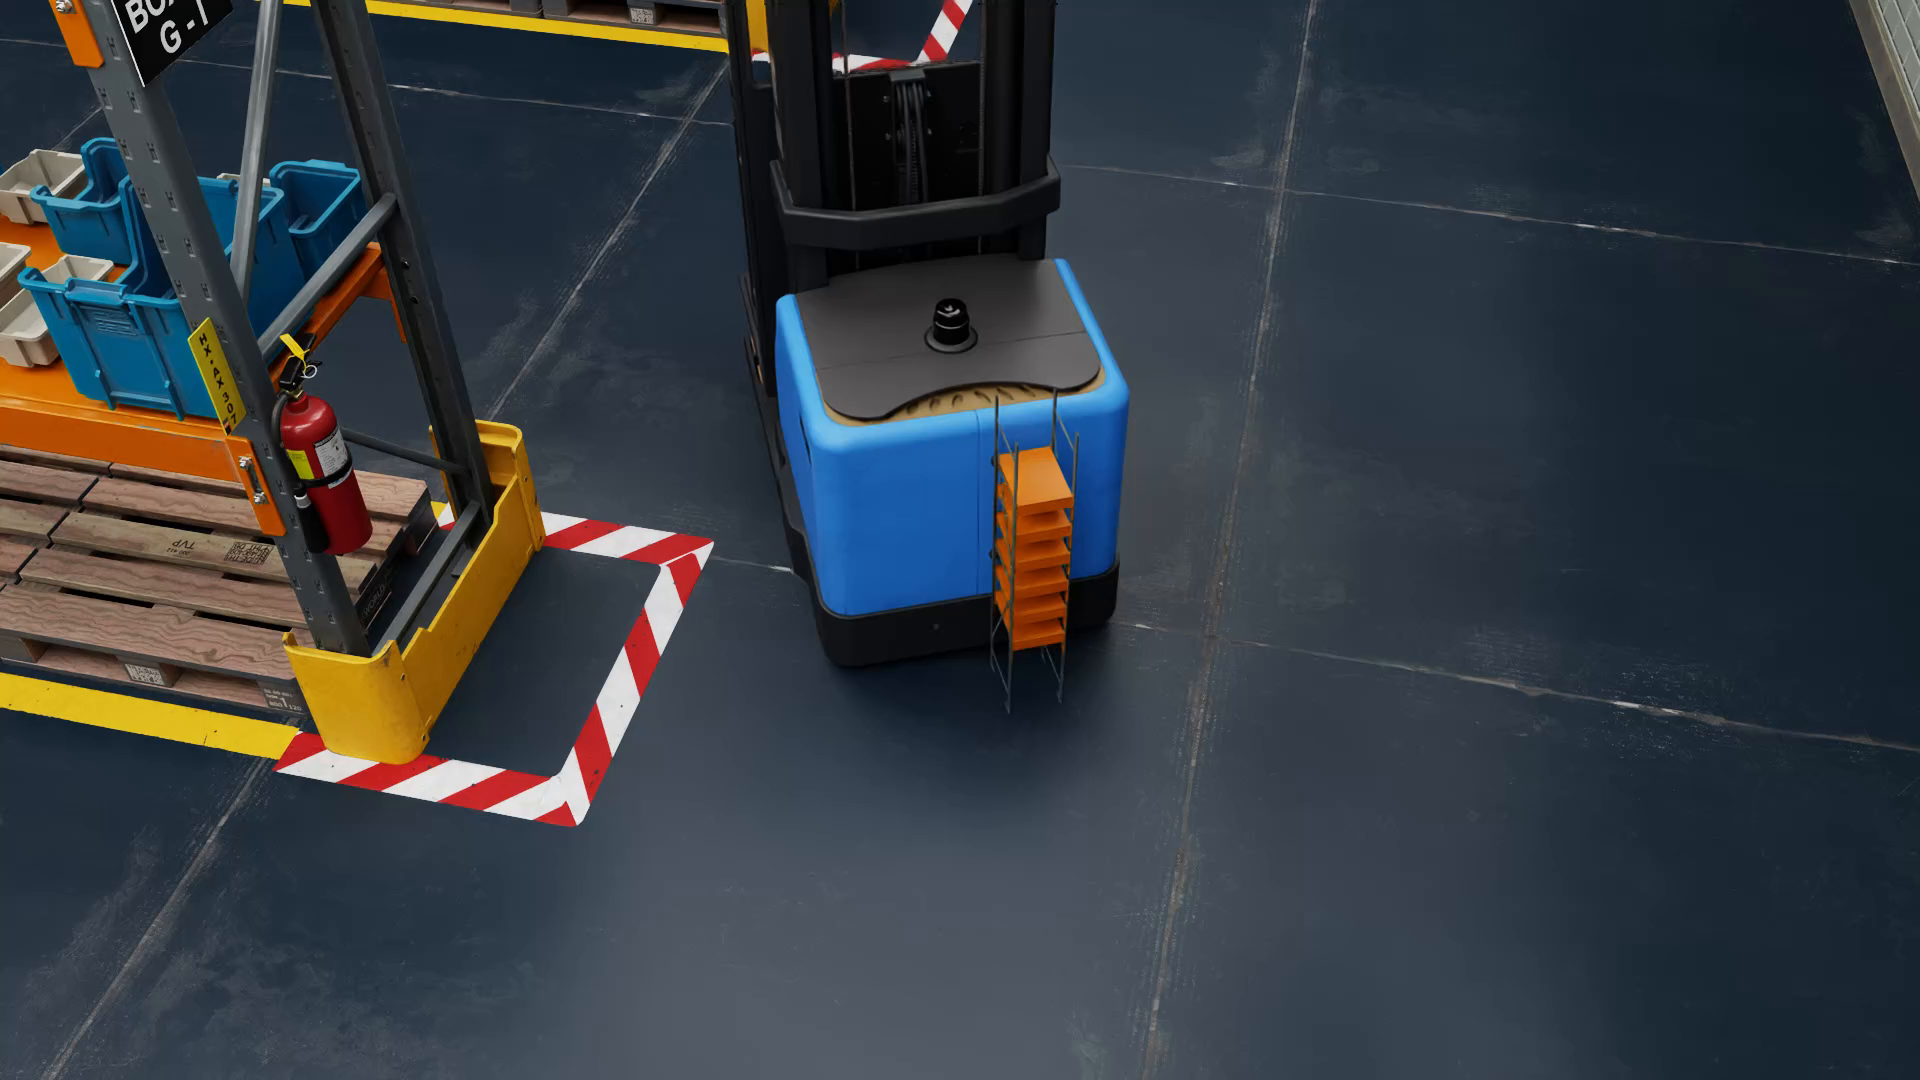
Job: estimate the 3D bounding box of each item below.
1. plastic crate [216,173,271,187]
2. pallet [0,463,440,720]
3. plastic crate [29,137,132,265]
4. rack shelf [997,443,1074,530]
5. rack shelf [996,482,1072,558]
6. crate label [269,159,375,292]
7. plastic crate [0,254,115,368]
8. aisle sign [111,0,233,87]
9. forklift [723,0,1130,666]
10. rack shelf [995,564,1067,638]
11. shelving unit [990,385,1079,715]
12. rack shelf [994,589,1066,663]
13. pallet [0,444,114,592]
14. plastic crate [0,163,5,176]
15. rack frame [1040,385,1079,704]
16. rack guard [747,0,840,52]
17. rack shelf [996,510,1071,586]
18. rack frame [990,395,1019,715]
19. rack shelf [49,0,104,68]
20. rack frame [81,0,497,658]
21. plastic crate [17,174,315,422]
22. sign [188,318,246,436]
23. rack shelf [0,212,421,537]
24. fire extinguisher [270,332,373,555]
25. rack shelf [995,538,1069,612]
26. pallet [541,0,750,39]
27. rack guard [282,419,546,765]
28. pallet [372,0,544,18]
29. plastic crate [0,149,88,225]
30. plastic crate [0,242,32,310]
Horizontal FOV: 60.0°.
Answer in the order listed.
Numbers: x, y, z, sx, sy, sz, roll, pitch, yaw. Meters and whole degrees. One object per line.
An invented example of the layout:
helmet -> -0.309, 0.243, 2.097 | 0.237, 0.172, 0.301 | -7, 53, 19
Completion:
plastic crate -> -2.331, -1.038, 5.313 | 0.298, 0.136, 0.250 | 9, 45, 9
pallet -> -2.663, 0.107, 5.987 | 1.213, 0.211, 1.003 | 9, 45, 9
plastic crate -> -2.678, -1.068, 5.274 | 0.300, 0.233, 0.416 | 9, 45, 9
rack shelf -> 0.226, -0.165, 5.101 | 0.180, 0.103, 0.258 | -10, 45, -10
rack shelf -> 0.226, -0.078, 5.184 | 0.180, 0.103, 0.258 | -10, 45, -10
crate label -> -2.036, -0.968, 5.171 | 0.303, 0.233, 0.416 | 9, 45, 9
plastic crate -> -2.702, -0.674, 4.935 | 0.243, 0.136, 0.396 | 9, 45, 9
aisle sign -> -1.860, -1.474, 3.744 | 0.004, 0.787, 0.394 | 9, 45, 9
forklift -> -0.280, -1.661, 5.862 | 1.130, 2.935, 3.031 | -9, 45, -9
rack shelf -> 0.226, 0.181, 5.434 | 0.180, 0.103, 0.258 | -10, 45, -10
shelving unit -> 0.226, 0.062, 5.320 | 0.189, 1.200, 0.258 | -10, 45, -10
rack shelf -> 0.226, 0.267, 5.517 | 0.180, 0.103, 0.258 | -10, 45, -10
pallet -> -3.850, -0.080, 6.180 | 1.213, 0.211, 1.003 | 9, 45, 9
plastic crate -> -3.321, -1.168, 5.378 | 0.300, 0.233, 0.416 | 9, 45, 9
rack frame -> 0.314, 0.047, 5.336 | 0.006, 1.200, 0.240 | -10, 45, -10
rack guard -> -0.856, -3.209, 9.224 | 0.348, 0.500, 1.175 | 9, 45, 9
rack shelf -> 0.226, 0.008, 5.268 | 0.180, 0.103, 0.258 | -10, 45, -10
rack frame -> 0.137, 0.078, 5.304 | 0.006, 1.200, 0.240 | -10, 45, -10
rack shelf -> -3.818, -1.871, 4.387 | 4.000, 0.370, 1.077 | 9, 45, 9
rack frame -> -1.867, -0.747, 4.863 | 0.127, 3.000, 1.000 | 9, 45, 9
plastic crate -> -2.234, -0.706, 4.751 | 0.499, 0.435, 0.616 | 9, 45, 9
sign -> -1.971, -0.431, 4.417 | 0.005, 0.325, 0.100 | 9, 45, 9
rack shelf -> -3.818, -0.791, 5.427 | 4.000, 0.370, 1.077 | 9, 45, 9
fire extinguisher -> -1.819, -0.254, 4.676 | 0.183, 0.674, 0.296 | 9, 45, 9
rack shelf -> 0.226, 0.094, 5.351 | 0.180, 0.103, 0.258 | -10, 45, -10
pallet -> -1.634, -3.225, 9.449 | 1.213, 0.211, 1.003 | 9, 45, 9
rack guard -> -1.840, 0.149, 5.735 | 0.348, 0.500, 1.175 | 9, 45, 9
pallet -> -2.821, -3.412, 9.642 | 1.213, 0.211, 1.003 | 9, 45, 9
plastic crate -> -2.993, -1.141, 5.419 | 0.298, 0.136, 0.250 | 9, 45, 9
plastic crate -> -2.982, -0.728, 4.990 | 0.243, 0.136, 0.396 | 9, 45, 9
